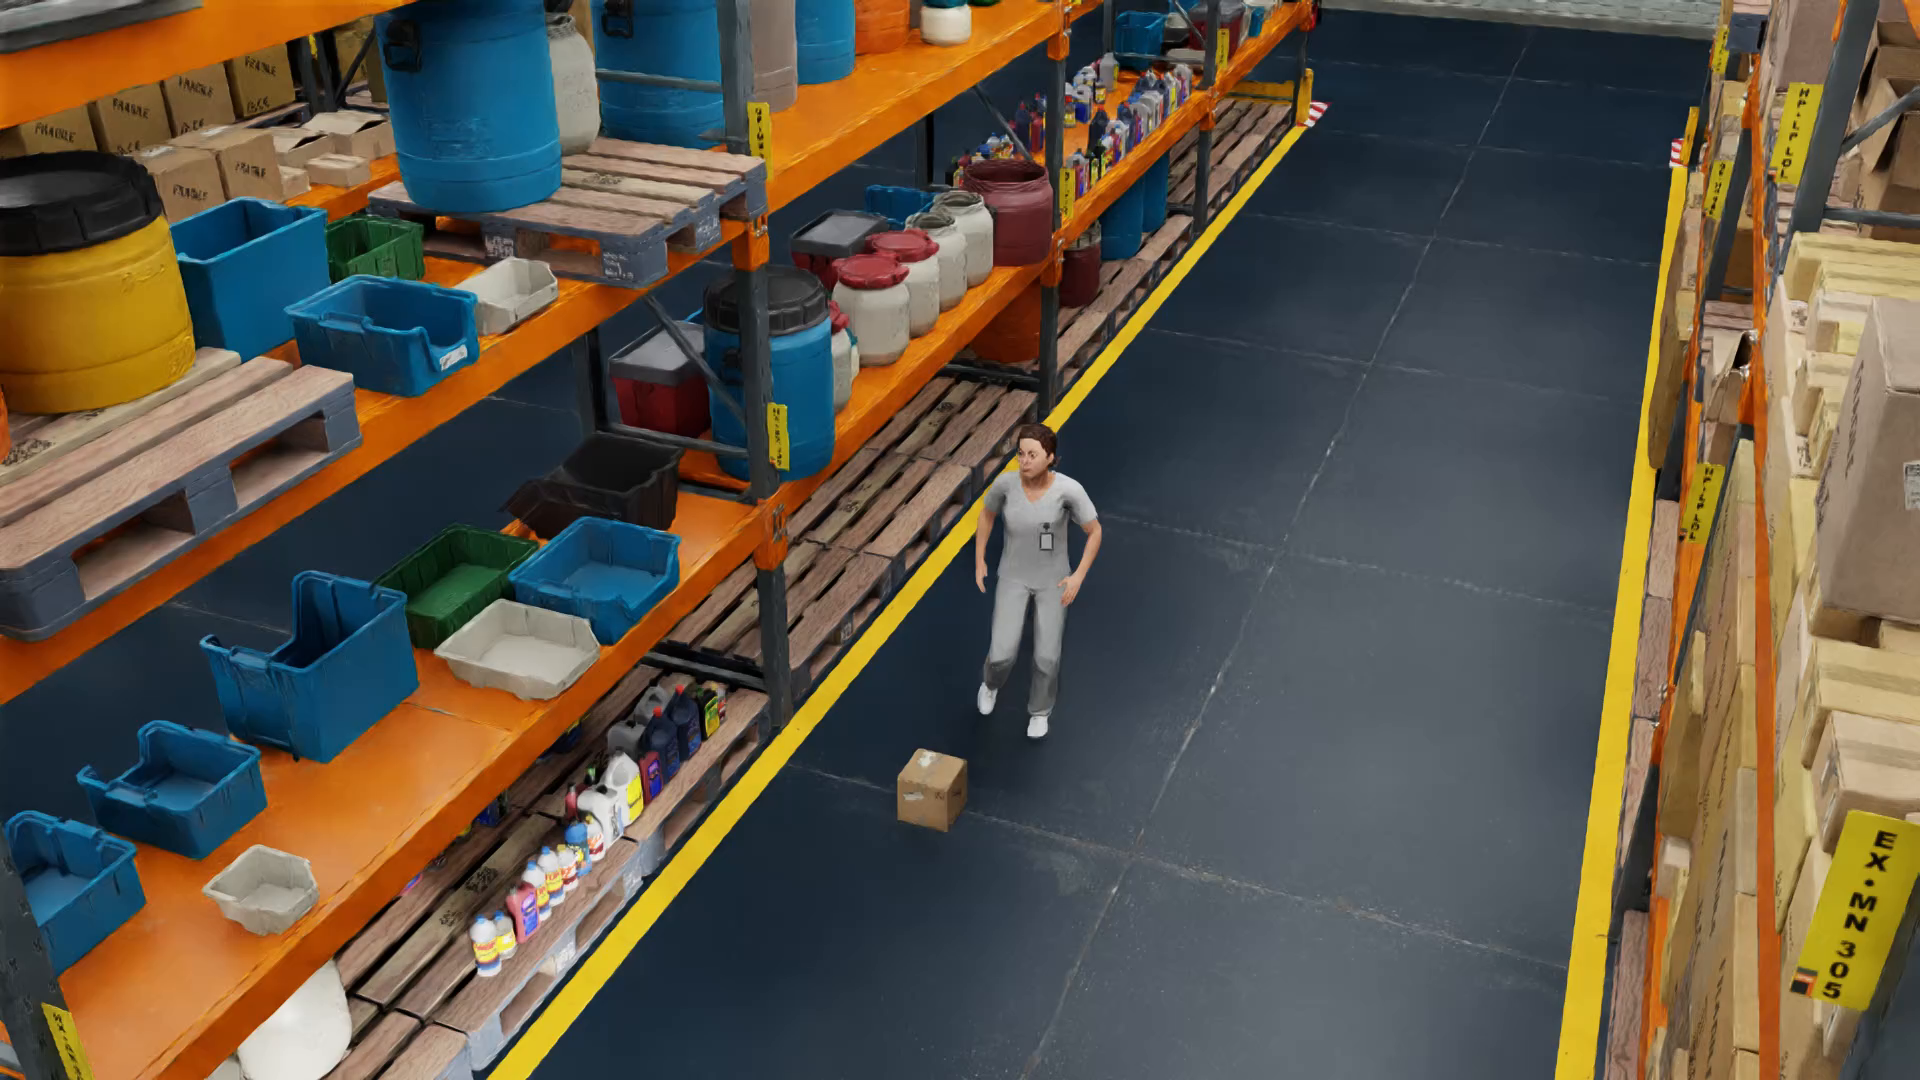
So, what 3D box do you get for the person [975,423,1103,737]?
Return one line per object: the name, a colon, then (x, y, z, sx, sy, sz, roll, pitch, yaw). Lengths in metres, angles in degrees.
person: (0.369, 0.225, 8.044, 0.612, 1.636, 0.469, 3, 30, 6)
